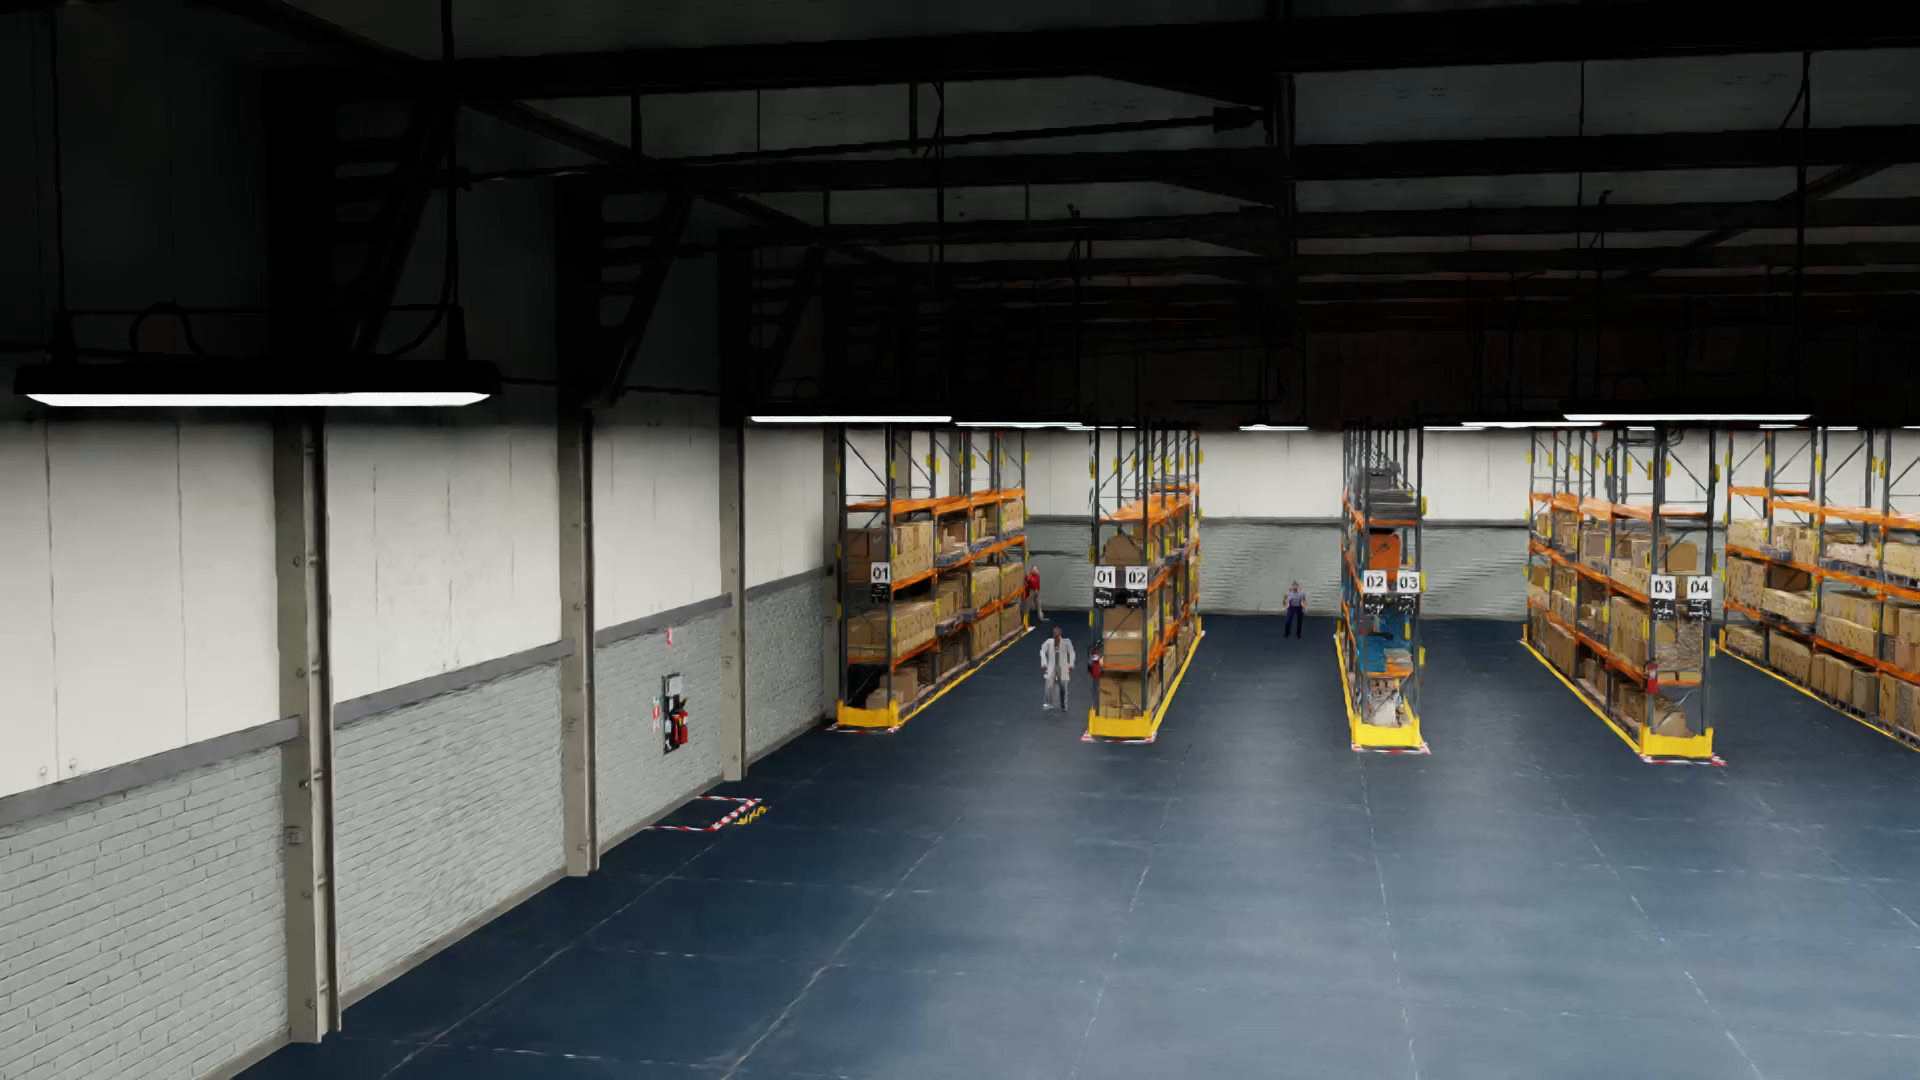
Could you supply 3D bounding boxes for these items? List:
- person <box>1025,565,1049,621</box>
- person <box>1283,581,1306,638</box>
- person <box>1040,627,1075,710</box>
[{"bbox_3d":[2.242,1.600,50.155,0.769,1.716,0.587,-3,5,-40],"label":"person"},{"bbox_3d":[9.327,1.936,46.344,0.625,1.581,0.510,1,4,10],"label":"person"},{"bbox_3d":[2.003,2.640,34.232,0.729,1.733,0.546,1,4,10],"label":"person"}]
